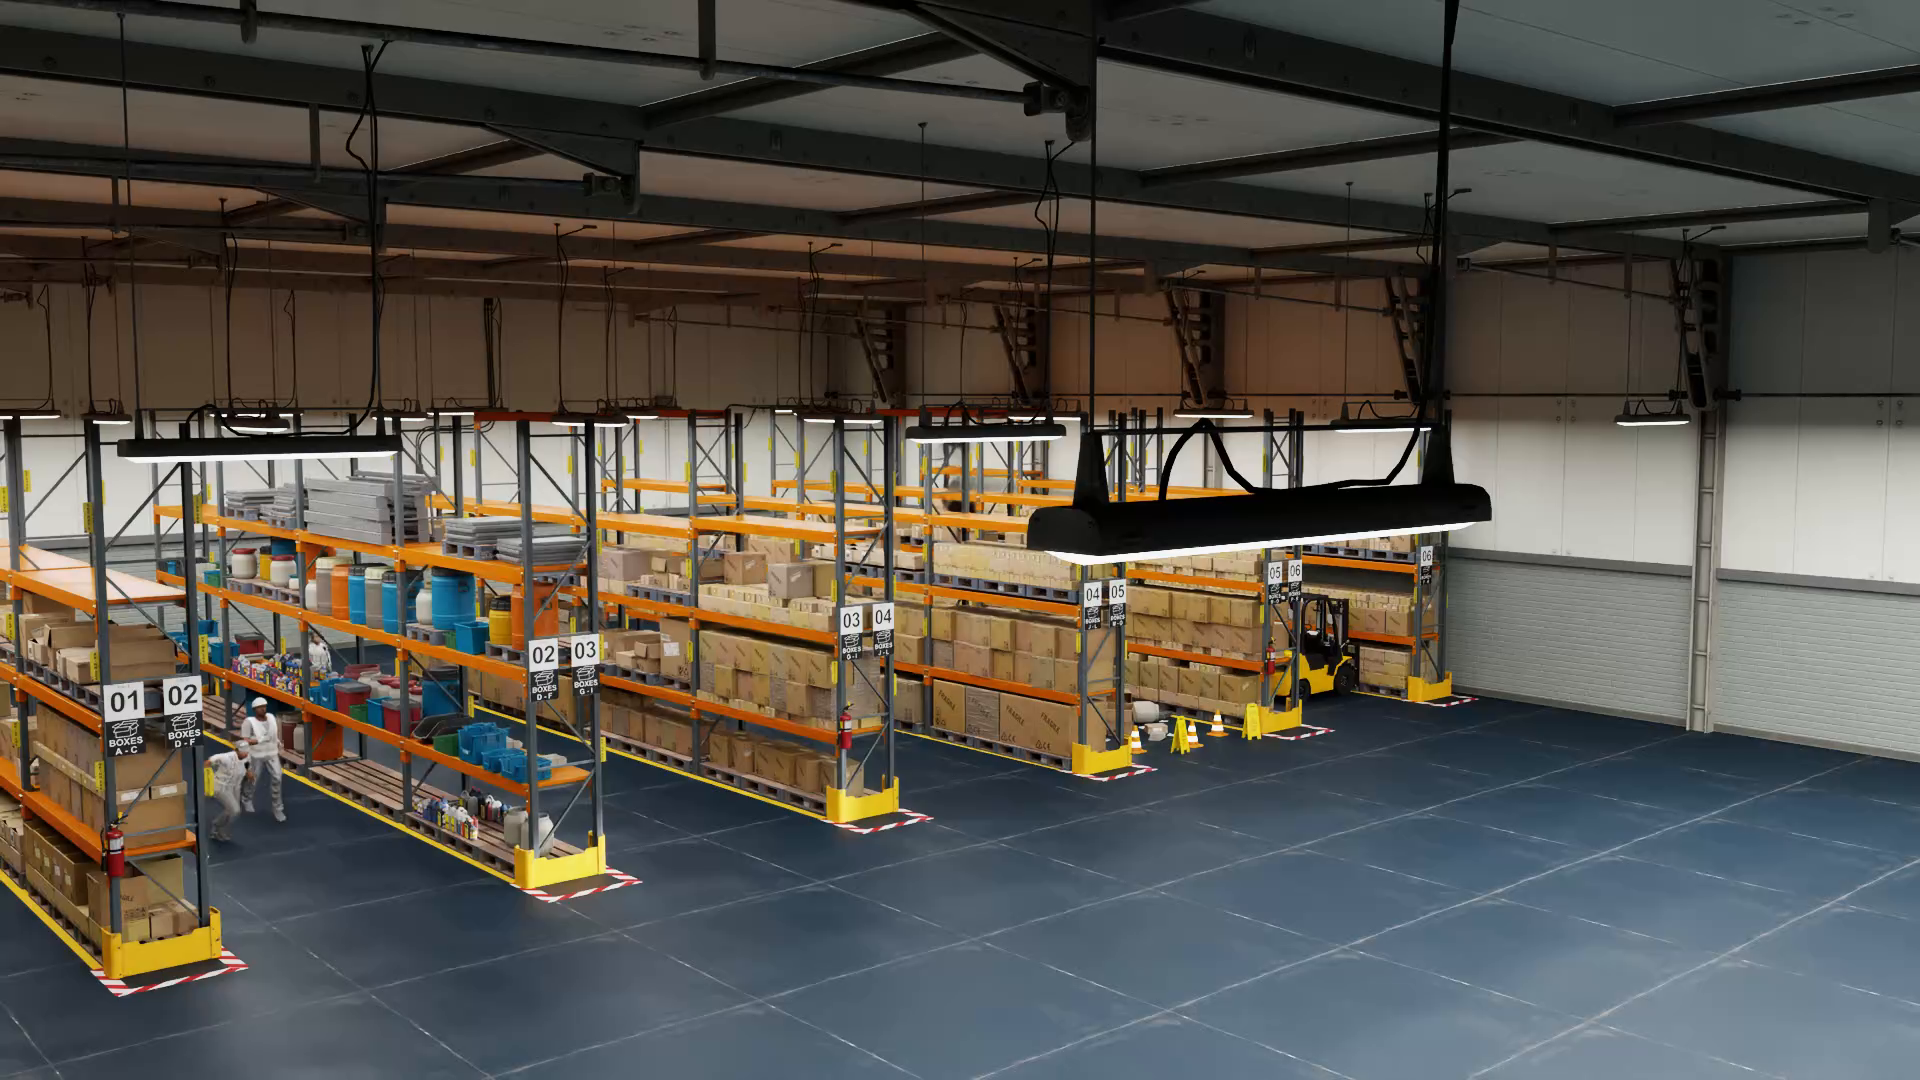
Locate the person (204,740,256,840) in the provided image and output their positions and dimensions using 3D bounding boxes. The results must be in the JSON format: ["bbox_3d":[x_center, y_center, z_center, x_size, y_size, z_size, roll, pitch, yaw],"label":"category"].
[{"bbox_3d":[-10.294,3.533,23.383,0.861,1.496,0.636,2,5,23],"label":"person"}]

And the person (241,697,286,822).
[{"bbox_3d":[-10.403,3.248,24.794,0.877,1.831,0.661,5,7,43],"label":"person"}]

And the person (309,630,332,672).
[{"bbox_3d":[-12.735,2.608,33.066,0.604,1.653,0.531,-5,7,-42],"label":"person"}]
